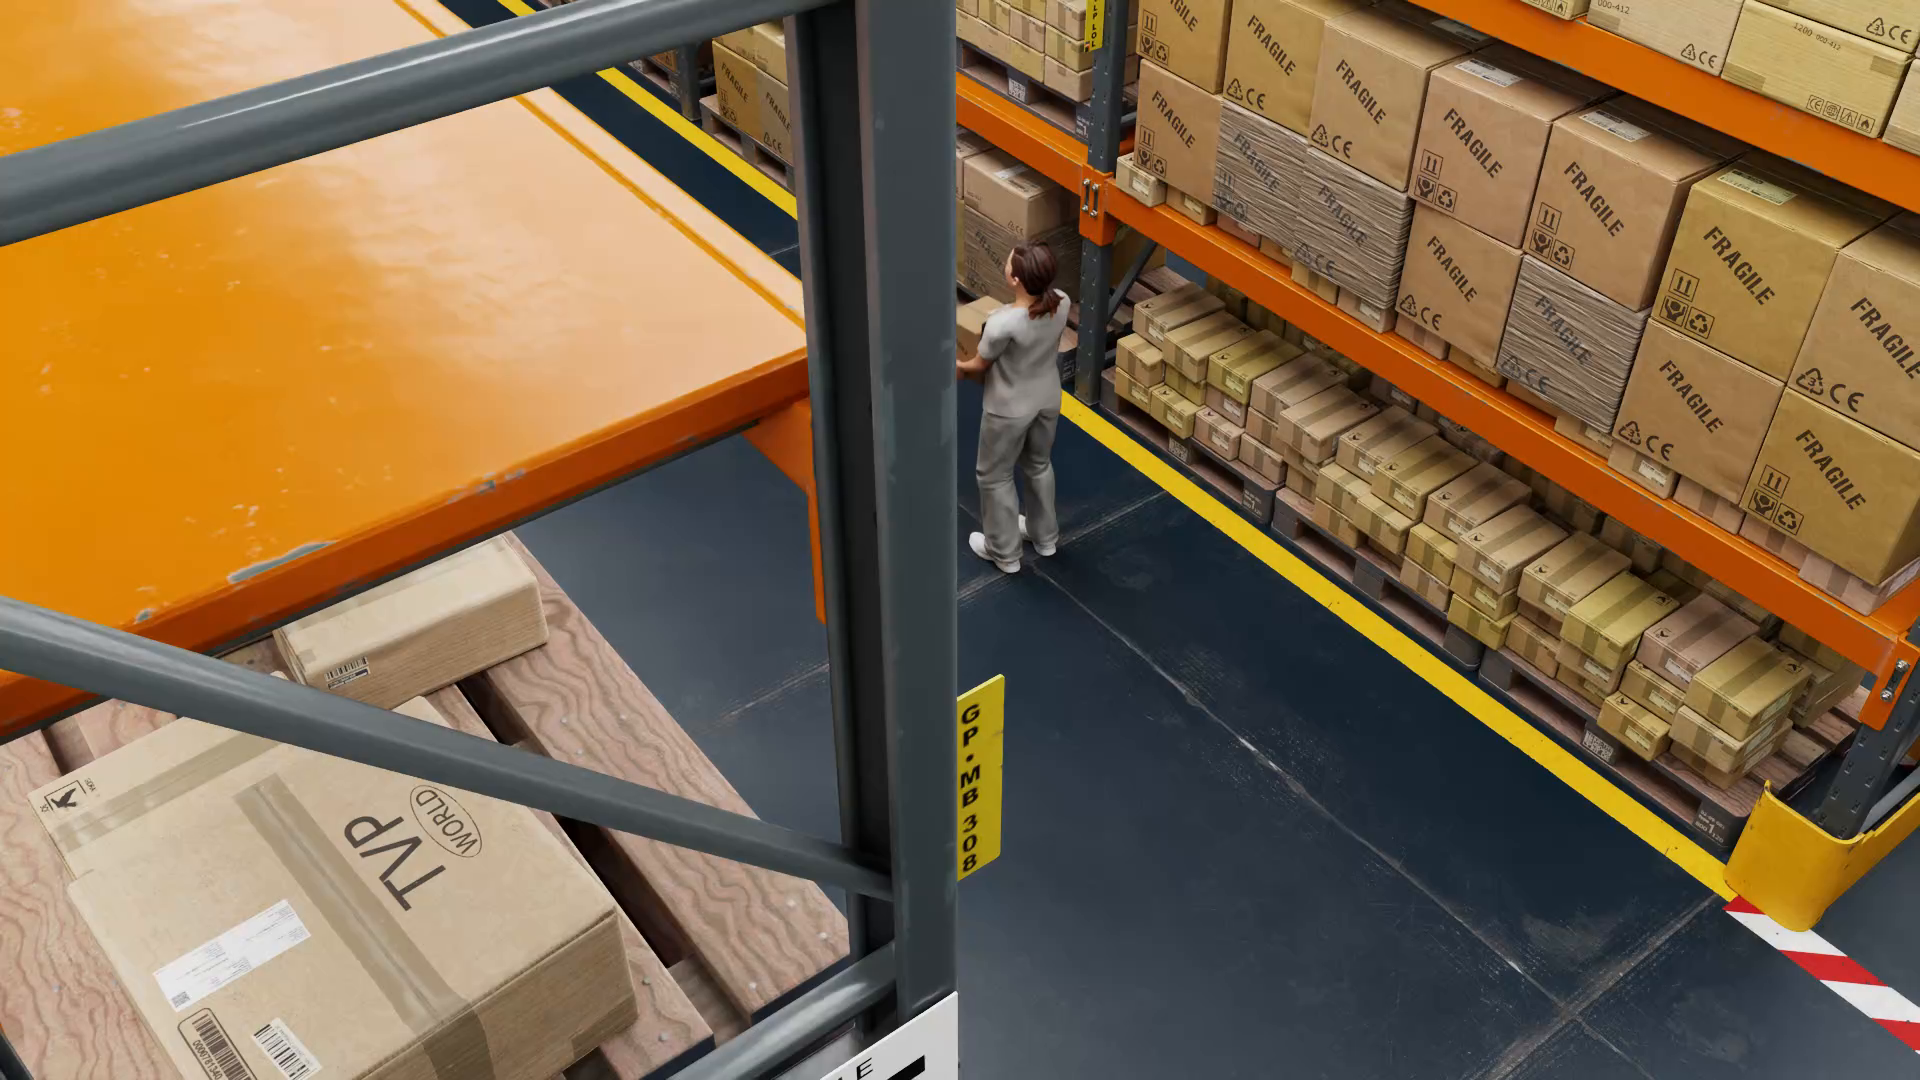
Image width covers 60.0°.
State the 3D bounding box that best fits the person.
[{"bbox_3d":[0.221,-0.608,7.142,0.436,1.662,0.554,-26,47,-27],"label":"person"}]
